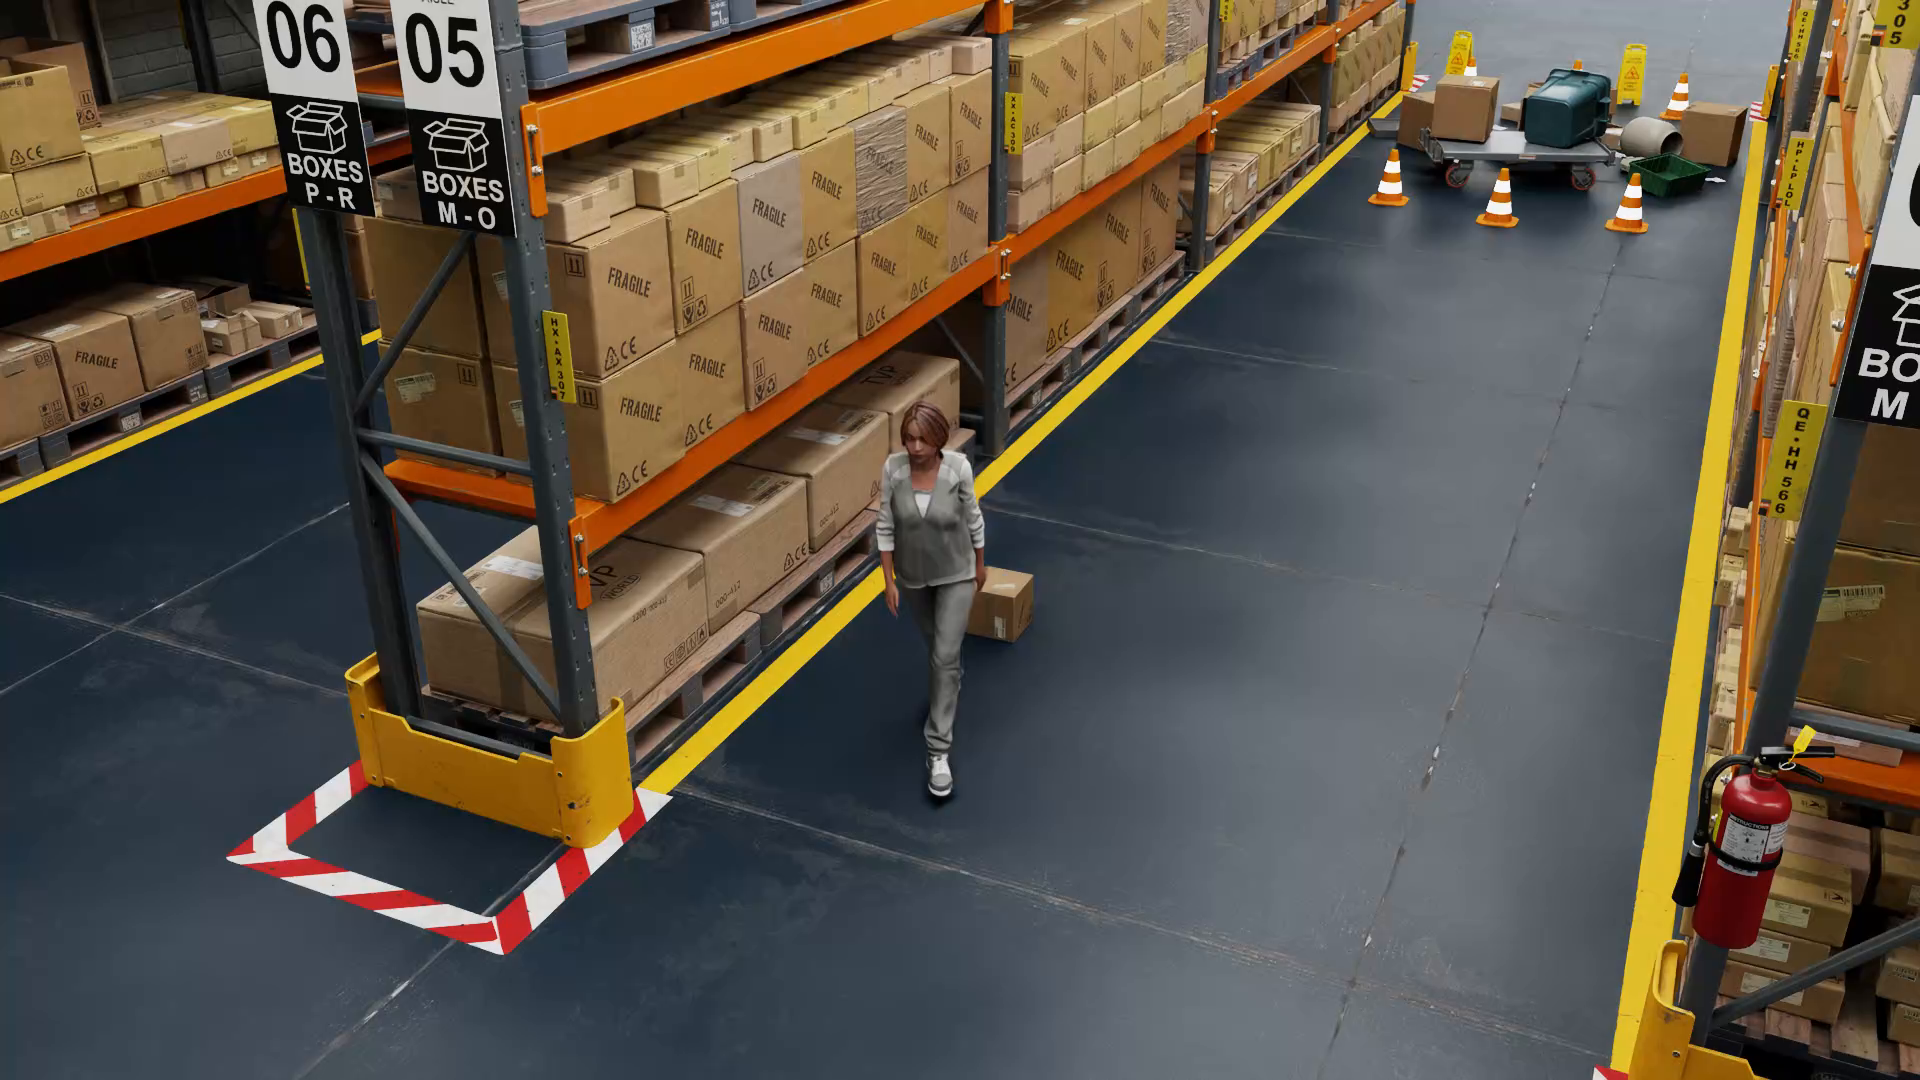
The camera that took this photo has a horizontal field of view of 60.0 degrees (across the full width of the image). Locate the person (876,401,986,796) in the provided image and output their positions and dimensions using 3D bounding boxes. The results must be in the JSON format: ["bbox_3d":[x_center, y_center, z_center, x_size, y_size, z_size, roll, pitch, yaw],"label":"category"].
[{"bbox_3d":[-0.134,0.156,6.791,0.418,1.547,0.851,7,27,14],"label":"person"}]
